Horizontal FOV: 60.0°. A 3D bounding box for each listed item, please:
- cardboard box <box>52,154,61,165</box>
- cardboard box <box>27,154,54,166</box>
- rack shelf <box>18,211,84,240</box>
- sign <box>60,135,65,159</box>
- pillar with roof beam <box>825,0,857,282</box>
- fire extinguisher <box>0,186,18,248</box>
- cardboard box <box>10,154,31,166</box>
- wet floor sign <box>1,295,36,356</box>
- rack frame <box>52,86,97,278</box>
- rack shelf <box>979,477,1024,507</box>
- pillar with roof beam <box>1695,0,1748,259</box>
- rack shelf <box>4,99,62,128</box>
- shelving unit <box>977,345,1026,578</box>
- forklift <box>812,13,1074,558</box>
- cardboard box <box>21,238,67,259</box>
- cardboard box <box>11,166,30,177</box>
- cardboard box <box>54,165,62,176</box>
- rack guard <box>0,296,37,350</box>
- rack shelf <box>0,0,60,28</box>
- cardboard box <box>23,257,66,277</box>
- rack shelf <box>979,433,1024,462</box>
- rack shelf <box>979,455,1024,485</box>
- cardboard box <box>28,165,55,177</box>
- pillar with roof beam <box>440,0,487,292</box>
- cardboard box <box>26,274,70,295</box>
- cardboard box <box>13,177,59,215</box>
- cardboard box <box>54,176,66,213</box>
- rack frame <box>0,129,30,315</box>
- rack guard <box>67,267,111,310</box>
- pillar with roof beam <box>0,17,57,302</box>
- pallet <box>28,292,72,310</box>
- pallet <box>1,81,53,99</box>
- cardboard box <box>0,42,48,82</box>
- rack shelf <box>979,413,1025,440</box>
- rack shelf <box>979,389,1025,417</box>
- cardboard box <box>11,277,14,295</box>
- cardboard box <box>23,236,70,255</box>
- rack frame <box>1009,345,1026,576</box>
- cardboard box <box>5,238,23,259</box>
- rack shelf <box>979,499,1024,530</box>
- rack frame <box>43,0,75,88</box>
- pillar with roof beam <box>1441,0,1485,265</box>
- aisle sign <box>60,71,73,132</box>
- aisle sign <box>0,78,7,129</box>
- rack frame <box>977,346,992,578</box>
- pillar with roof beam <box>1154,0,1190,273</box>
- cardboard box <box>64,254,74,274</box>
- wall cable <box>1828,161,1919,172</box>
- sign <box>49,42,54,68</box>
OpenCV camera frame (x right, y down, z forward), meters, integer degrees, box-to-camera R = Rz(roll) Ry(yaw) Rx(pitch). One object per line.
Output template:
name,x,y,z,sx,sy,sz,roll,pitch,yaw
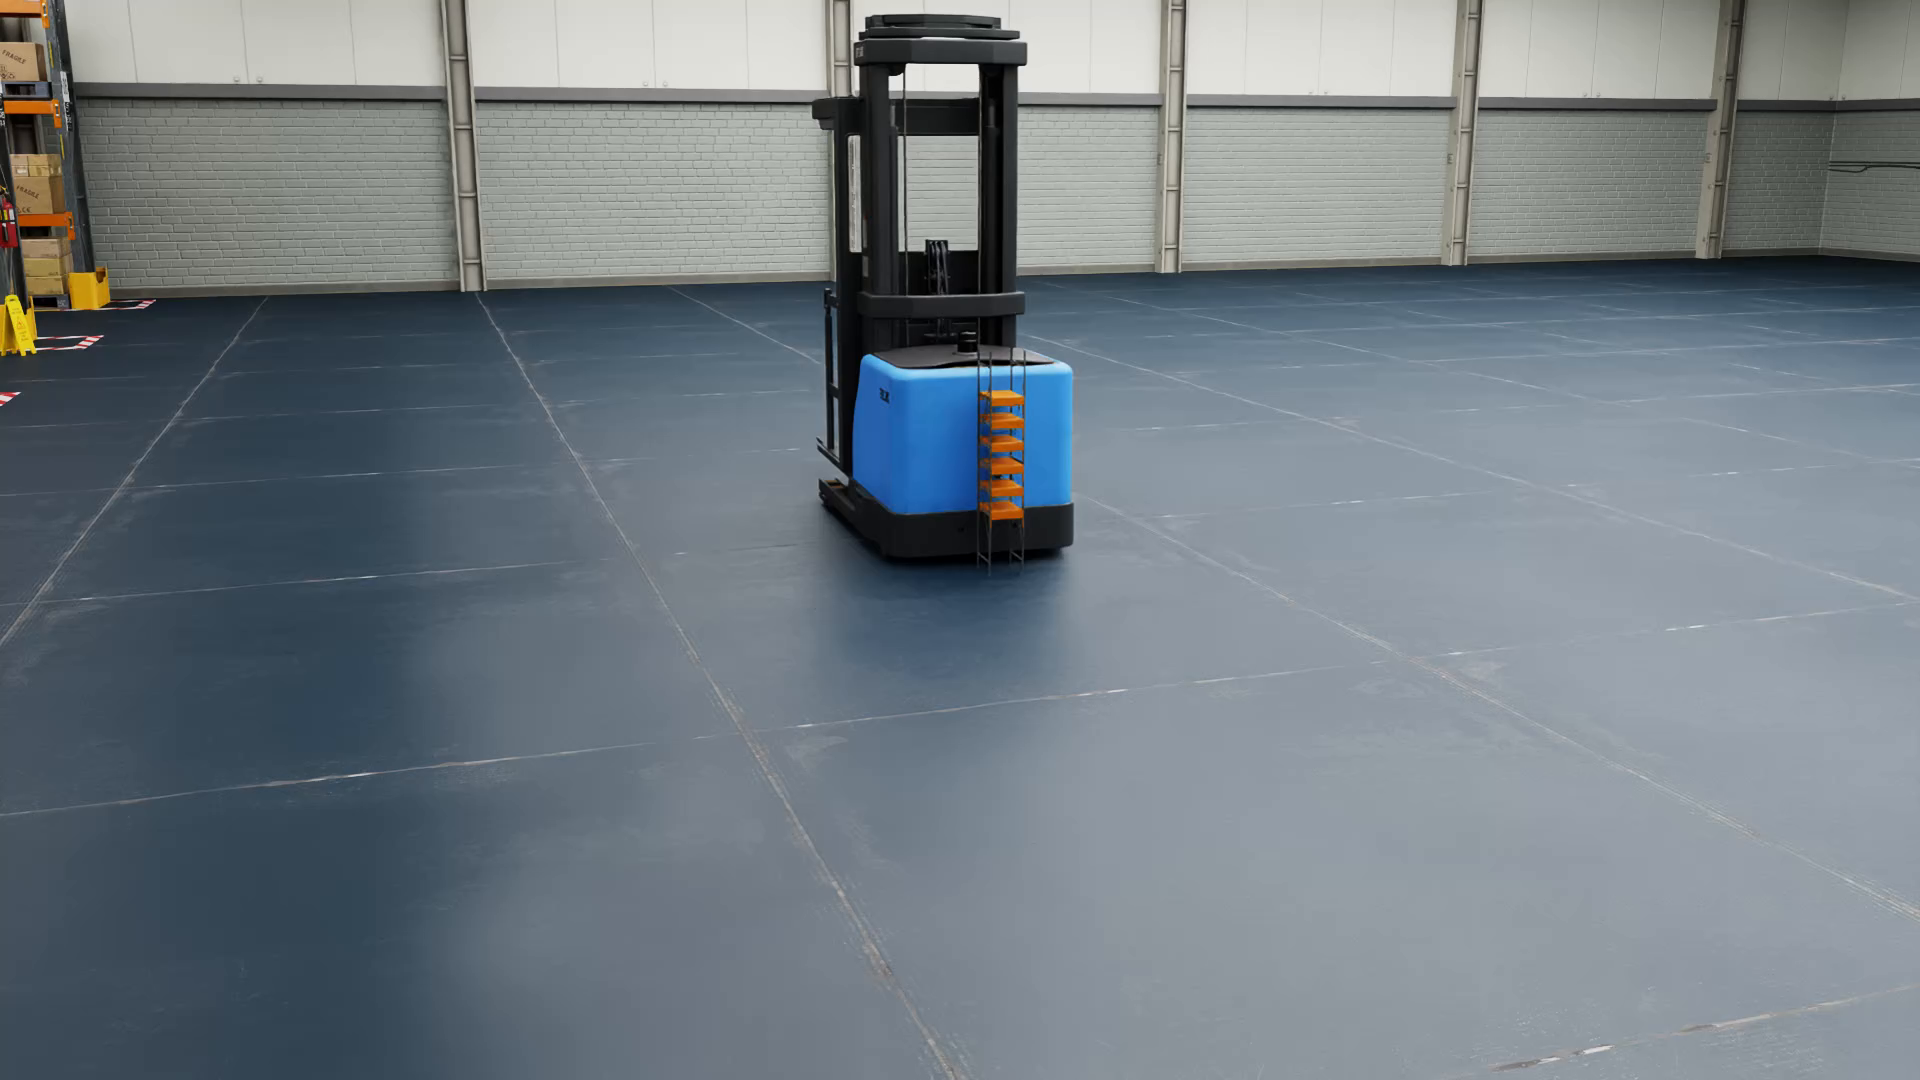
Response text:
cardboard box,-12.771,-5.325,23.287,0.250,0.149,0.380,-5,14,-19
cardboard box,-12.657,-5.230,22.889,0.250,0.149,0.380,-4,14,-18
rack shelf,-14.280,-4.296,22.778,4.000,0.370,1.077,-4,14,-18
sign,-12.225,-5.352,22.649,0.005,0.325,0.100,-4,14,-18
pillar with roof beam,-0.586,-7.800,22.990,0.400,9.000,9.100,-4,14,-18
fire extinguisher,-10.542,-3.575,18.359,0.183,0.674,0.296,-4,14,-18
cardboard box,-12.881,-5.205,22.783,0.250,0.149,0.380,-4,14,-18
wet floor sign,-10.277,-2.340,18.084,0.232,0.644,0.267,0,13,1
rack frame,-12.384,-4.794,23.315,0.127,3.000,1.000,-4,14,-18
rack shelf,0.215,-0.254,8.827,0.180,0.103,0.258,-4,14,-16
pillar with roof beam,16.474,-9.129,28.575,0.400,9.000,9.100,-4,14,-18
rack shelf,-14.280,-5.756,22.431,4.000,0.370,1.077,-4,14,-18
shelving unit,0.215,-0.414,8.789,0.189,1.200,0.258,-4,14,-16
forklift,-0.267,-1.624,10.137,1.130,2.935,3.031,-4,14,-16
cardboard box,-12.721,-4.045,23.039,0.500,0.250,0.500,-4,14,-16
cardboard box,-12.856,-5.046,22.756,0.250,0.149,0.380,-4,14,-17
cardboard box,-12.789,-5.190,23.362,0.250,0.149,0.380,-5,14,-20
rack guard,-10.870,-2.484,19.005,0.348,0.500,1.175,-4,14,-18
rack shelf,-14.280,-7.020,22.130,4.000,0.370,1.077,-4,14,-18
cardboard box,-12.746,-3.799,23.088,0.500,0.250,0.500,-5,14,-19
rack shelf,0.215,-0.487,8.771,0.180,0.103,0.258,-4,14,-16
rack shelf,0.215,-0.371,8.799,0.180,0.103,0.258,-4,14,-16
cardboard box,-12.624,-5.071,22.863,0.250,0.149,0.380,-4,14,-17
pillar with roof beam,-6.272,-7.358,21.128,0.400,9.000,9.100,-4,14,-18
cardboard box,-12.729,-3.557,23.148,0.500,0.250,0.500,-4,14,-18
cardboard box,-12.767,-4.749,22.909,0.500,0.500,0.500,-5,14,-19
cardboard box,-12.943,-4.867,23.406,0.500,0.500,0.500,-4,14,-16
rack frame,-10.798,-3.706,18.740,0.127,3.000,1.000,-4,14,-18
rack guard,-12.362,-3.580,23.612,0.348,0.500,1.175,-4,14,-18
pillar with roof beam,-11.959,-6.915,19.267,0.400,9.000,9.100,-4,14,-18
pallet,-13.096,-3.372,23.362,1.213,0.211,1.003,-4,14,-18
pallet,-13.063,-6.164,22.783,1.213,0.211,1.003,-4,14,-18
cardboard box,-12.726,-6.469,22.534,0.500,0.500,0.500,-4,14,-16
rack shelf,0.215,-0.604,8.743,0.180,0.103,0.258,-4,14,-16
rack shelf,0.215,-0.721,8.715,0.180,0.103,0.258,-4,14,-16
cardboard box,-13.203,-3.522,23.002,0.500,0.250,0.500,-4,14,-18
cardboard box,-12.900,-4.153,23.494,0.500,0.250,0.500,-5,14,-19
rack frame,0.303,-0.420,8.813,0.006,1.200,0.240,-4,14,-16
cardboard box,-13.204,-4.006,22.875,0.500,0.250,0.500,-4,14,-17
rack shelf,0.215,-0.137,8.855,0.180,0.103,0.258,-4,14,-16
rack frame,-12.384,-7.713,22.621,0.127,3.000,1.000,-4,14,-18
pillar with roof beam,10.788,-8.686,26.713,0.400,9.000,9.100,-4,14,-18
aisle sign,-12.229,-5.999,22.764,0.004,0.787,0.394,-4,14,-18
aisle sign,-10.838,-5.043,18.744,0.004,0.787,0.394,-4,14,-18
rack frame,0.127,-0.408,8.764,0.006,1.200,0.240,-4,14,-16
pillar with roof beam,5.101,-8.243,24.852,0.400,9.000,9.100,-4,14,-18
cardboard box,-12.896,-3.915,23.573,0.500,0.250,0.500,-4,14,-17
wall cable,18.315,-8.490,32.598,0.112,2.526,3.097,-4,14,-18
sign,-12.225,-6.525,22.370,0.005,0.325,0.100,-4,14,-18
